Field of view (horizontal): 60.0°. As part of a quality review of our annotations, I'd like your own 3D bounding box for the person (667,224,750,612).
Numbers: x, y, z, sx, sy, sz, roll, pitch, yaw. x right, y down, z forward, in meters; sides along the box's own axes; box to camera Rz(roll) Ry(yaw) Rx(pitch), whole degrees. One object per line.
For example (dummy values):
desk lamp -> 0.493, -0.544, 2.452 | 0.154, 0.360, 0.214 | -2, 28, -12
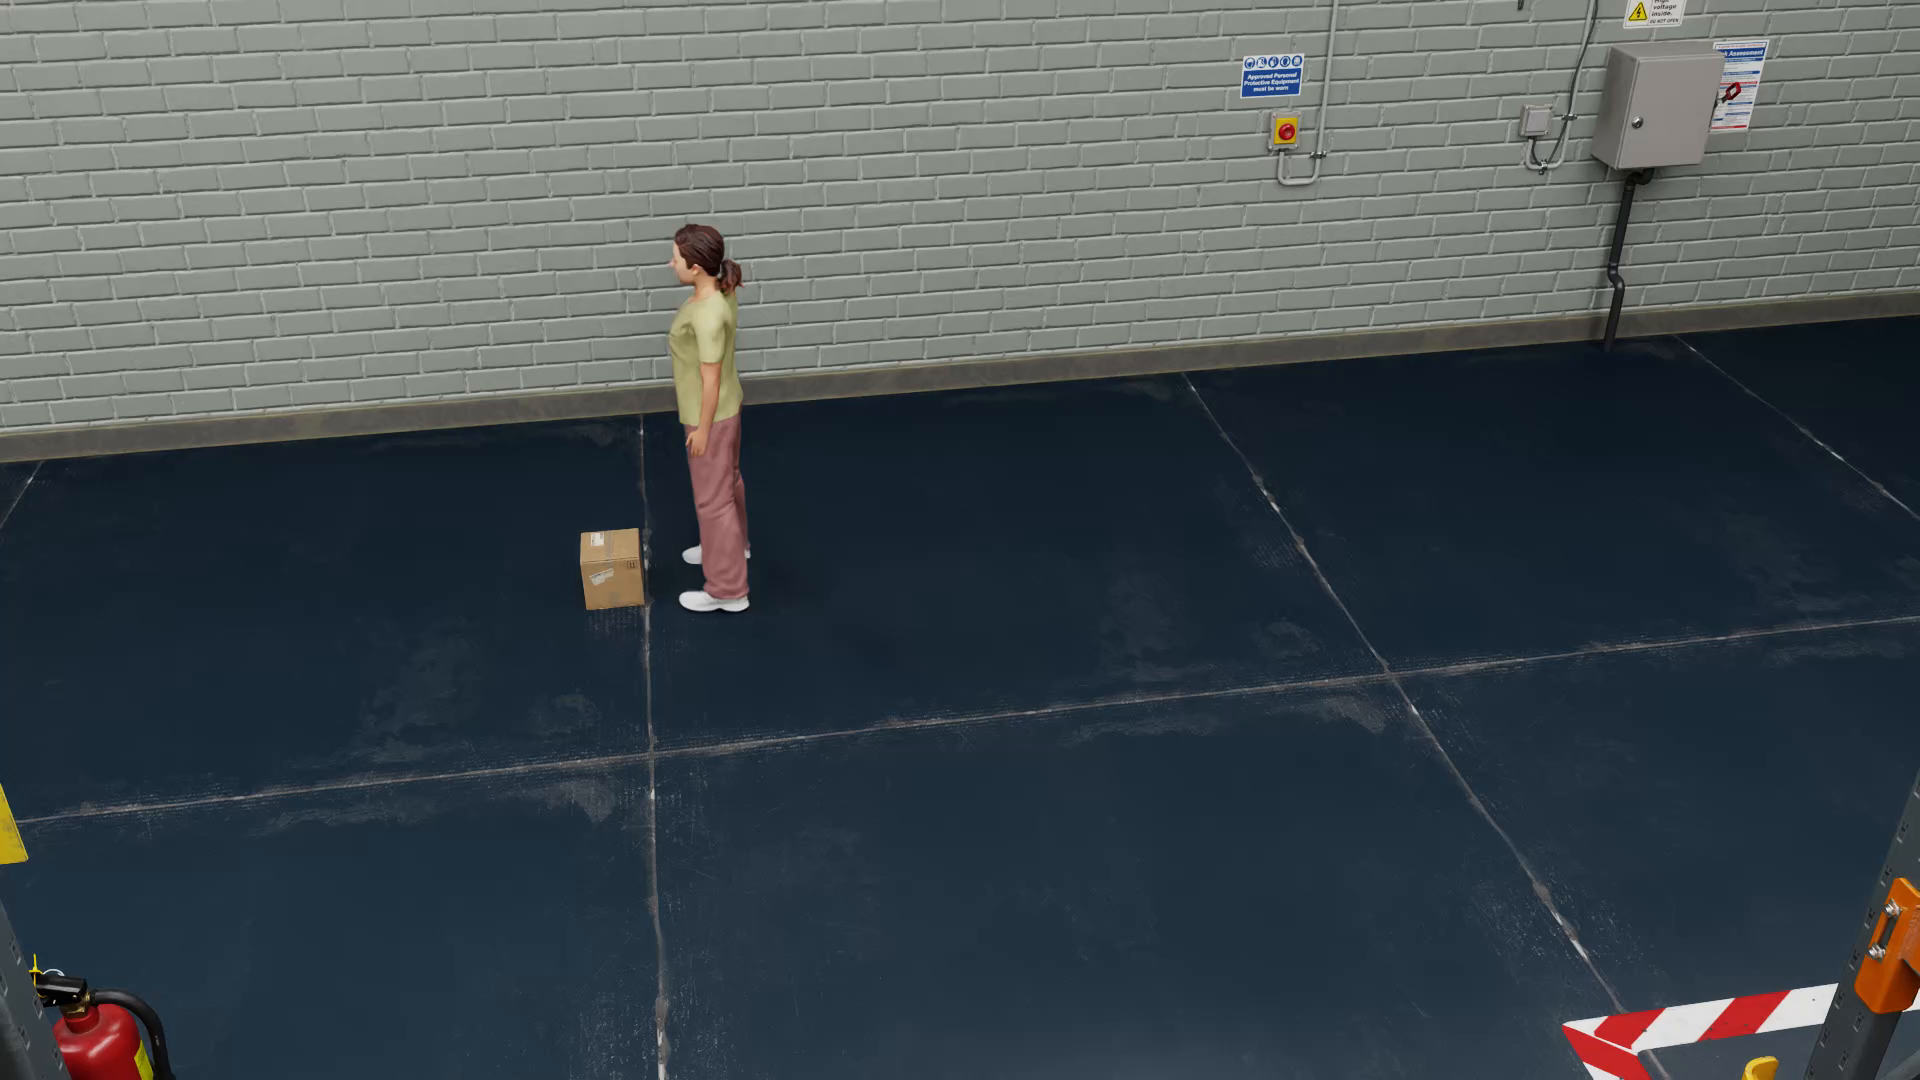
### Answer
person -> -1.067, -0.523, 7.004 | 0.402, 1.676, 0.540 | 0, 31, 1
